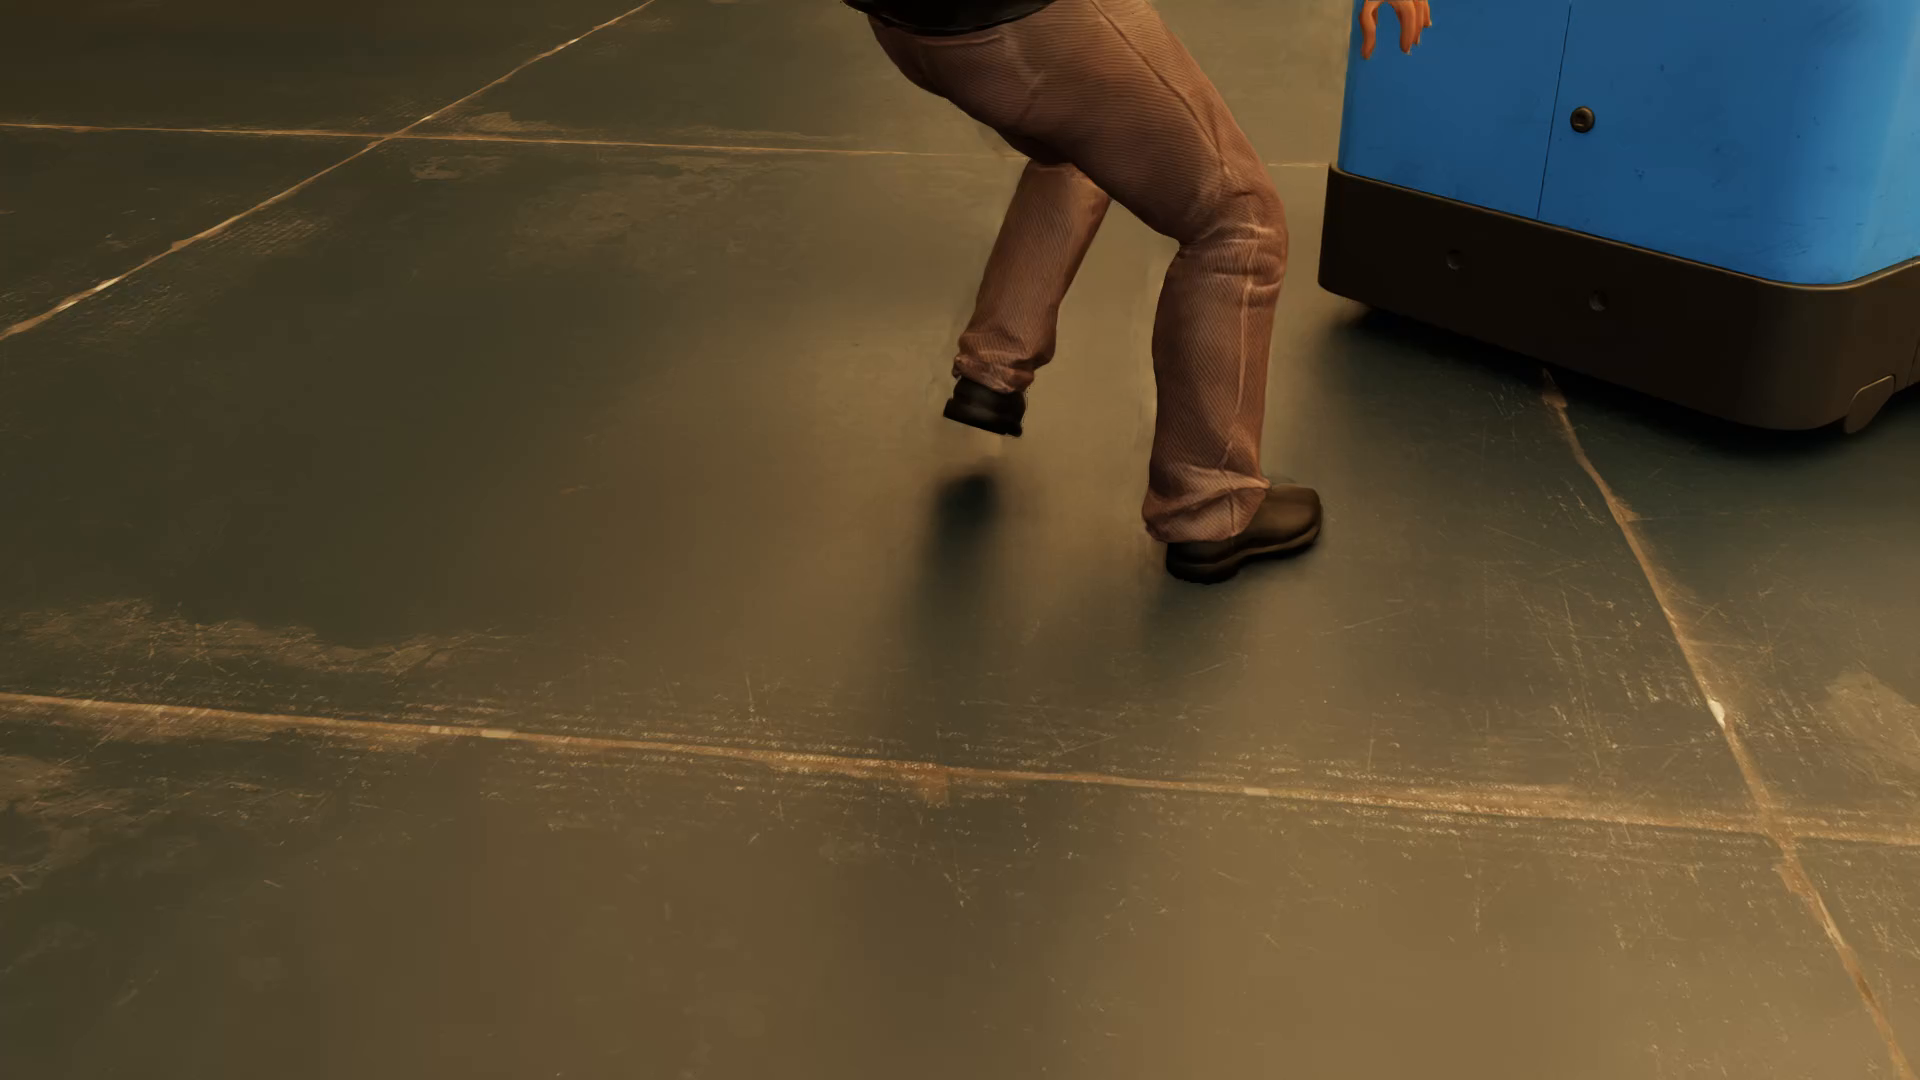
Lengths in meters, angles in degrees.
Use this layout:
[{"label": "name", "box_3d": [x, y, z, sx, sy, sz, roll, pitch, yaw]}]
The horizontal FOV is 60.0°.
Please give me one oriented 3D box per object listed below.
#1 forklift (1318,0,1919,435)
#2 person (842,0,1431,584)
[{"label": "forklift", "box_3d": [2.206, -2.002, 3.230, 3.031, 2.935, 1.130, -19, 32, -33]}, {"label": "person", "box_3d": [0.164, -0.765, 2.241, 0.618, 1.604, 0.786, -14, 30, -25]}]
